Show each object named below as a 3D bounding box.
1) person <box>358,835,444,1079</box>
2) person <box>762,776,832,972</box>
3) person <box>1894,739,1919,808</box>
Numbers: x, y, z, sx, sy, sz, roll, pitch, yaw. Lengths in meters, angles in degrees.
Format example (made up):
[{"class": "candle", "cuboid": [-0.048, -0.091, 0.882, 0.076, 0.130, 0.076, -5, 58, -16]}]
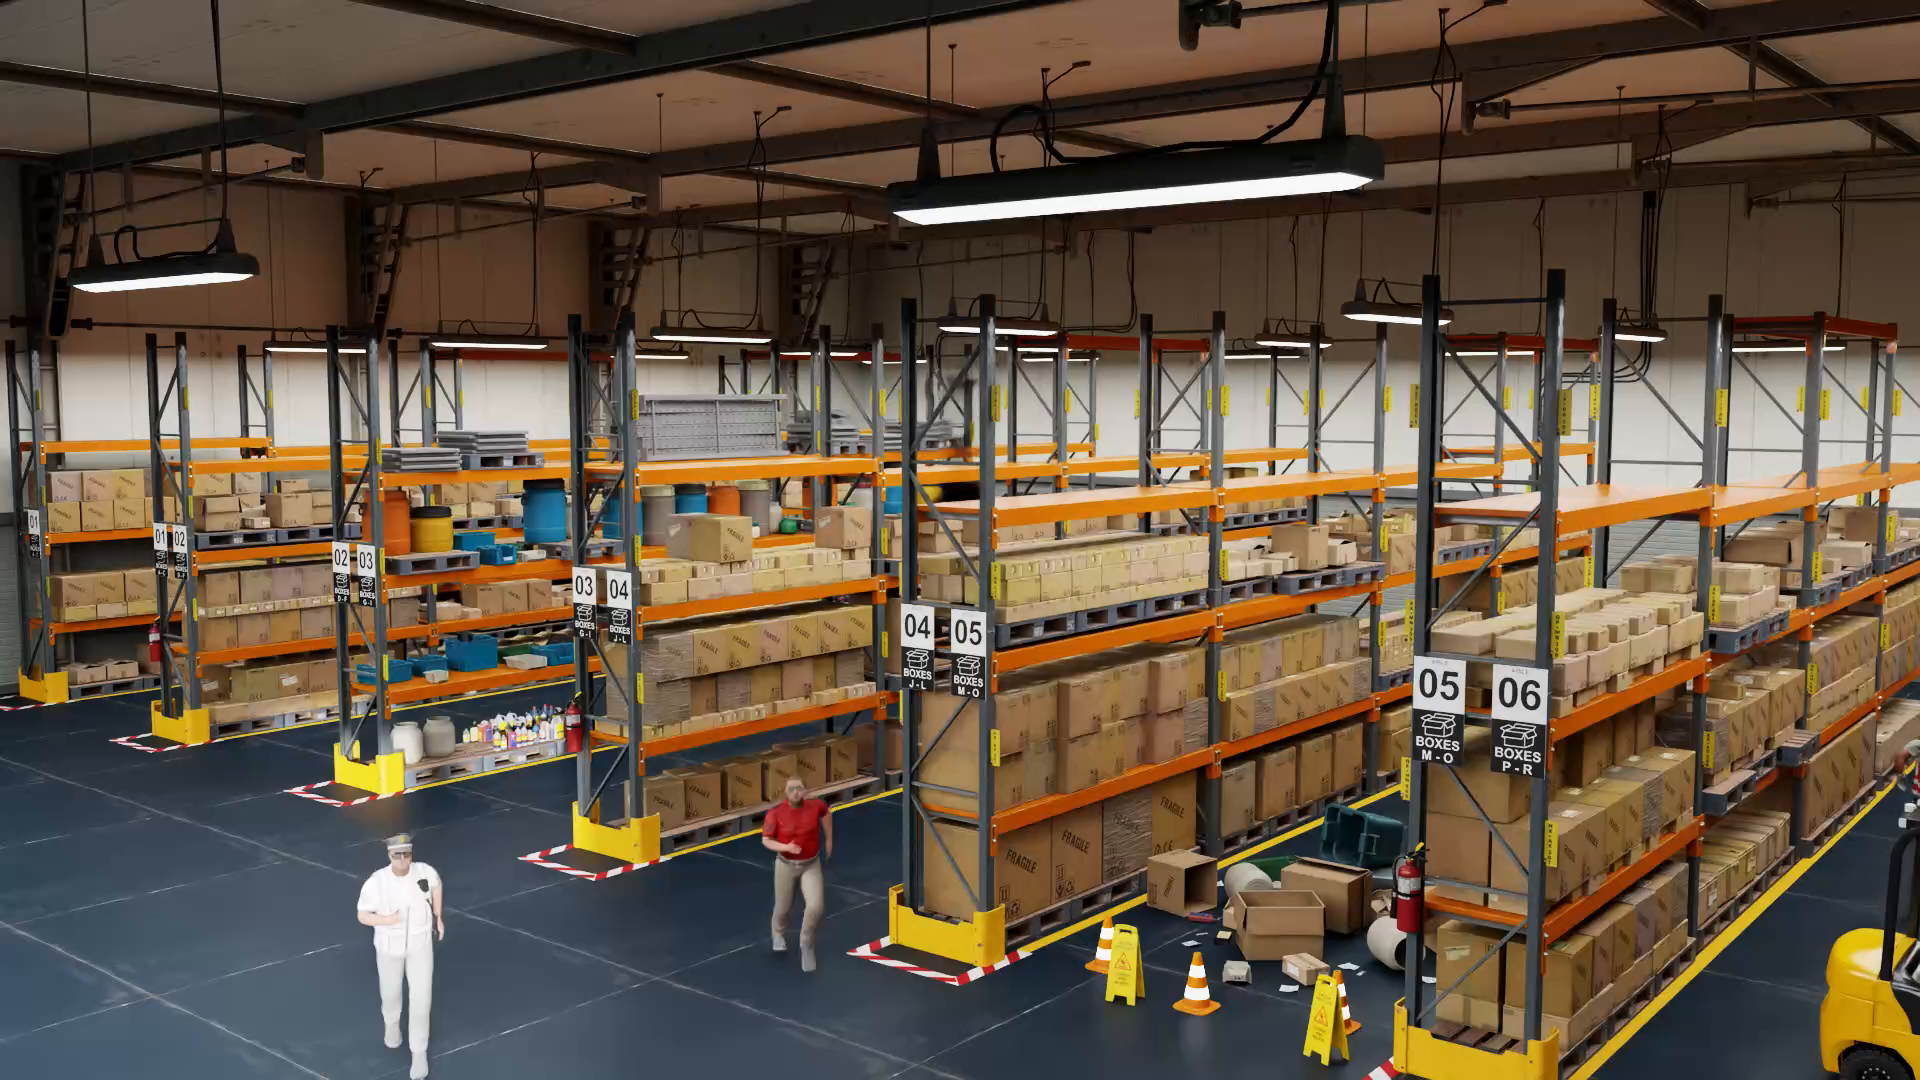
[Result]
[{"class": "person", "cuboid": [-4.282, 3.121, 12.770, 0.642, 1.816, 0.915, -2, 6, -23]}, {"class": "person", "cuboid": [-1.452, 2.978, 14.956, 0.676, 1.770, 0.905, -1, 5, -15]}, {"class": "person", "cuboid": [10.204, 2.702, 17.445, 0.671, 1.783, 0.884, 4, 7, 40]}]
